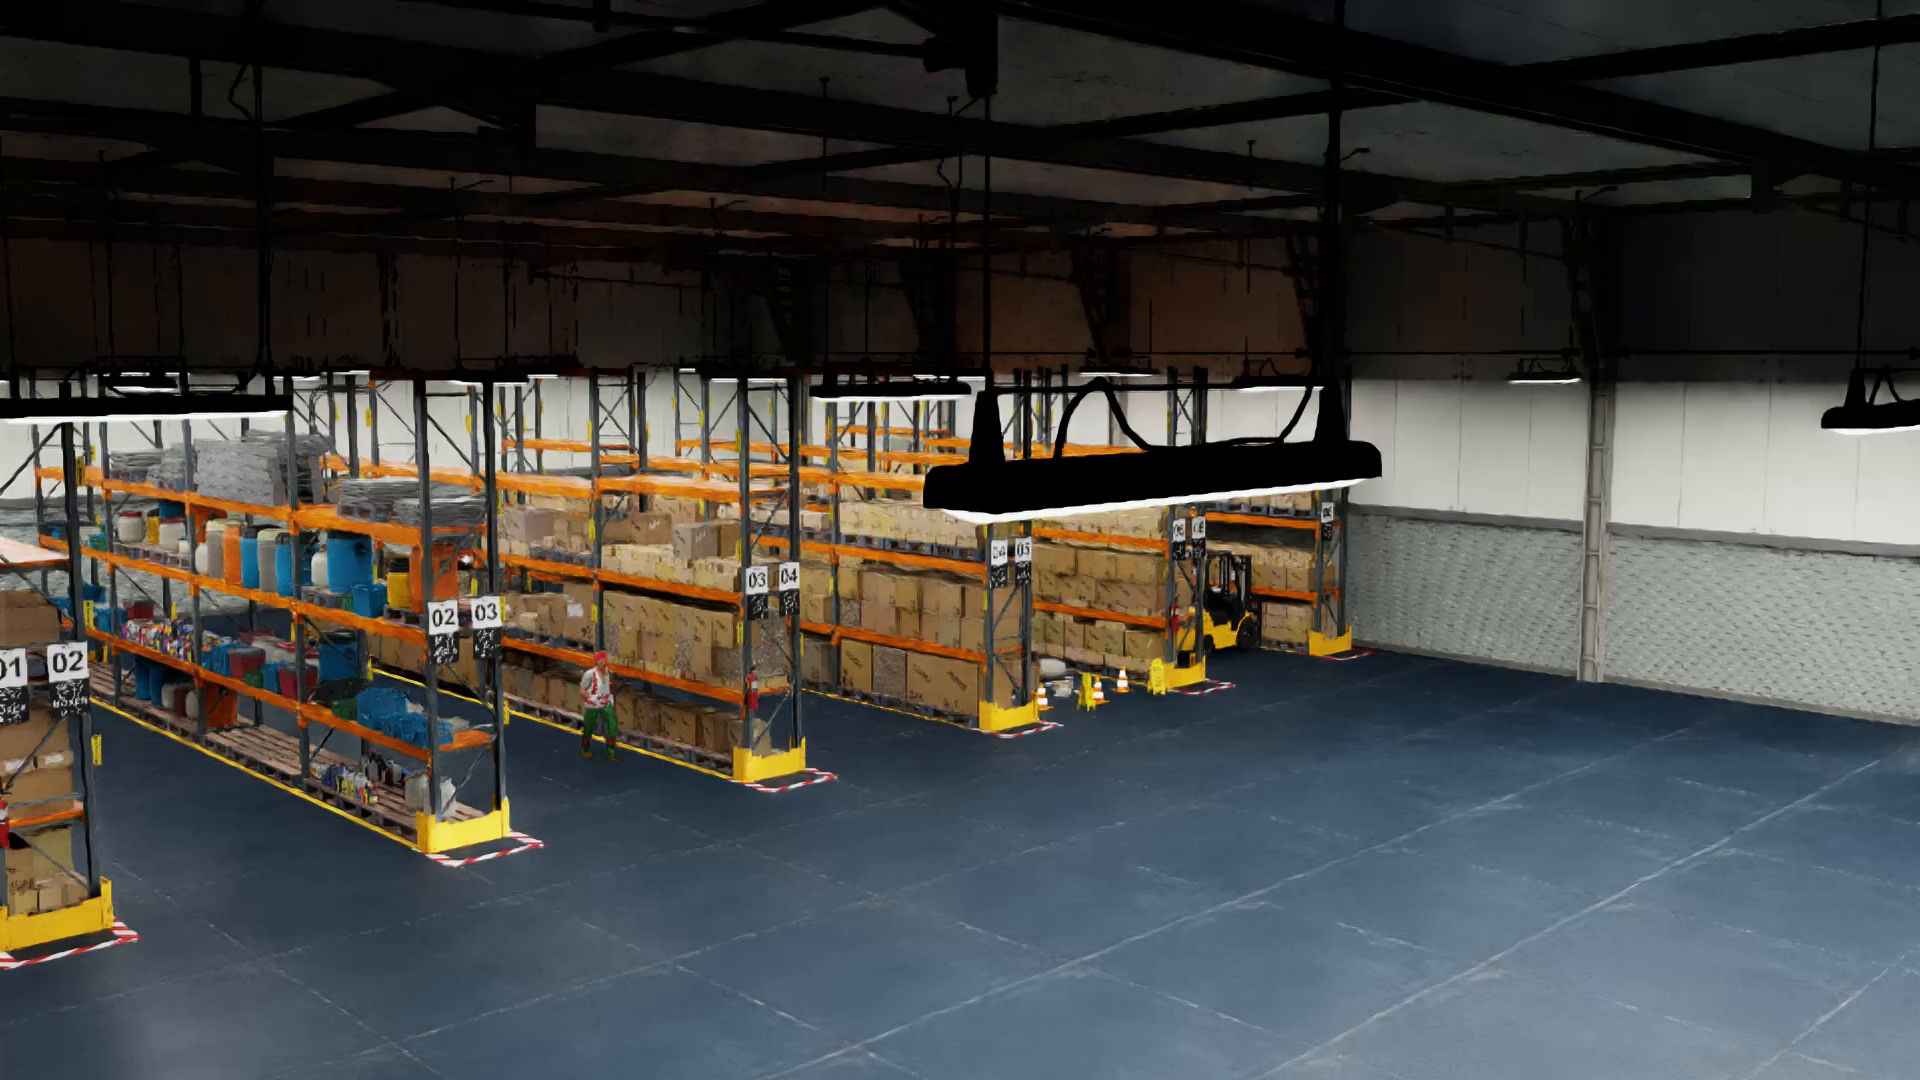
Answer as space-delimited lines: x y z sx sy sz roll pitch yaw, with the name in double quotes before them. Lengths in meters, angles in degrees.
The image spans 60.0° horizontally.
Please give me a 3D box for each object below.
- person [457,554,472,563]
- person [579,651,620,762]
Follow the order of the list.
"person" -12.030 0.959 40.069 0.596 1.739 0.988 -3 7 -22
"person" -5.593 2.562 25.823 0.697 1.722 0.835 -5 8 -39
